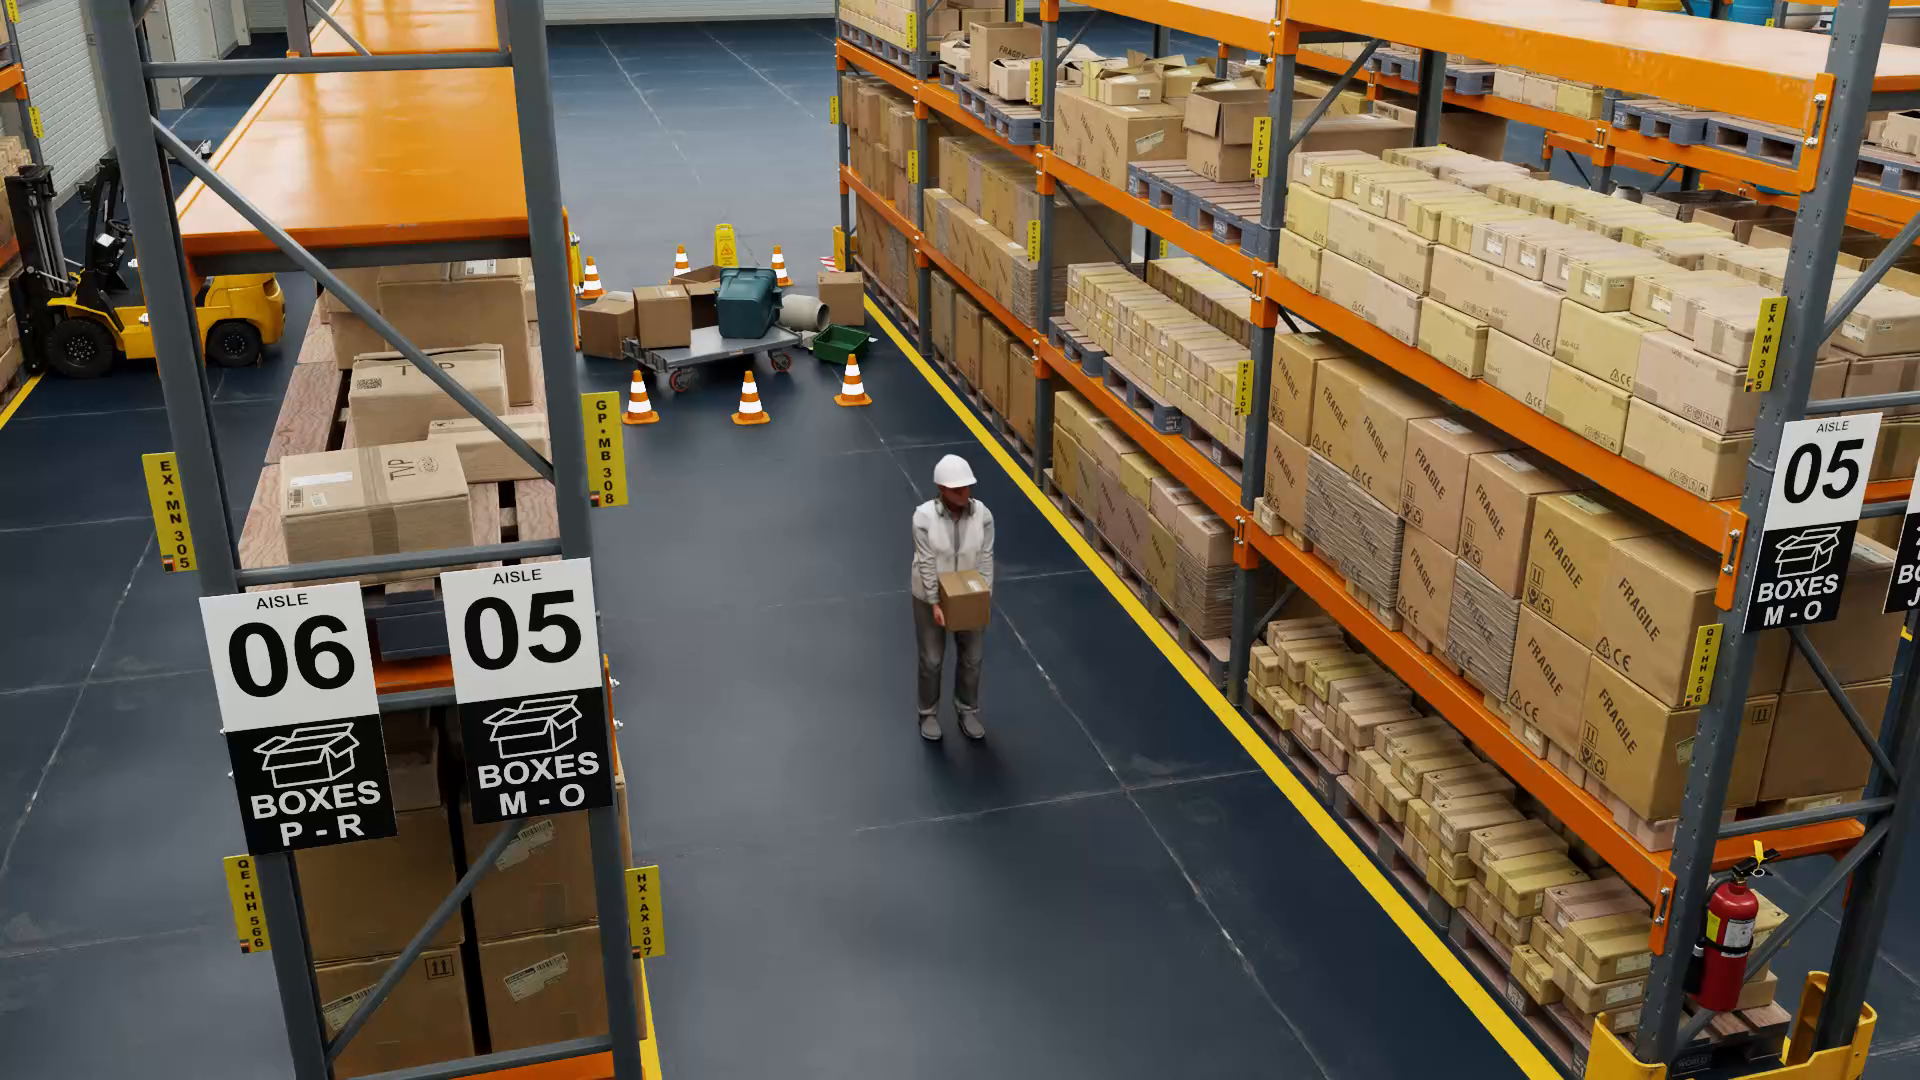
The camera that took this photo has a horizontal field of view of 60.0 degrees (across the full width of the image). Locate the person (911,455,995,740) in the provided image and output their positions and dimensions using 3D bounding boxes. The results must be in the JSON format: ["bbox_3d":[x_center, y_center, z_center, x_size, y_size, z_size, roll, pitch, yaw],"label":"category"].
[{"bbox_3d":[-0.026,0.353,9.800,0.493,1.770,0.562,-7,24,-15],"label":"person"}]
